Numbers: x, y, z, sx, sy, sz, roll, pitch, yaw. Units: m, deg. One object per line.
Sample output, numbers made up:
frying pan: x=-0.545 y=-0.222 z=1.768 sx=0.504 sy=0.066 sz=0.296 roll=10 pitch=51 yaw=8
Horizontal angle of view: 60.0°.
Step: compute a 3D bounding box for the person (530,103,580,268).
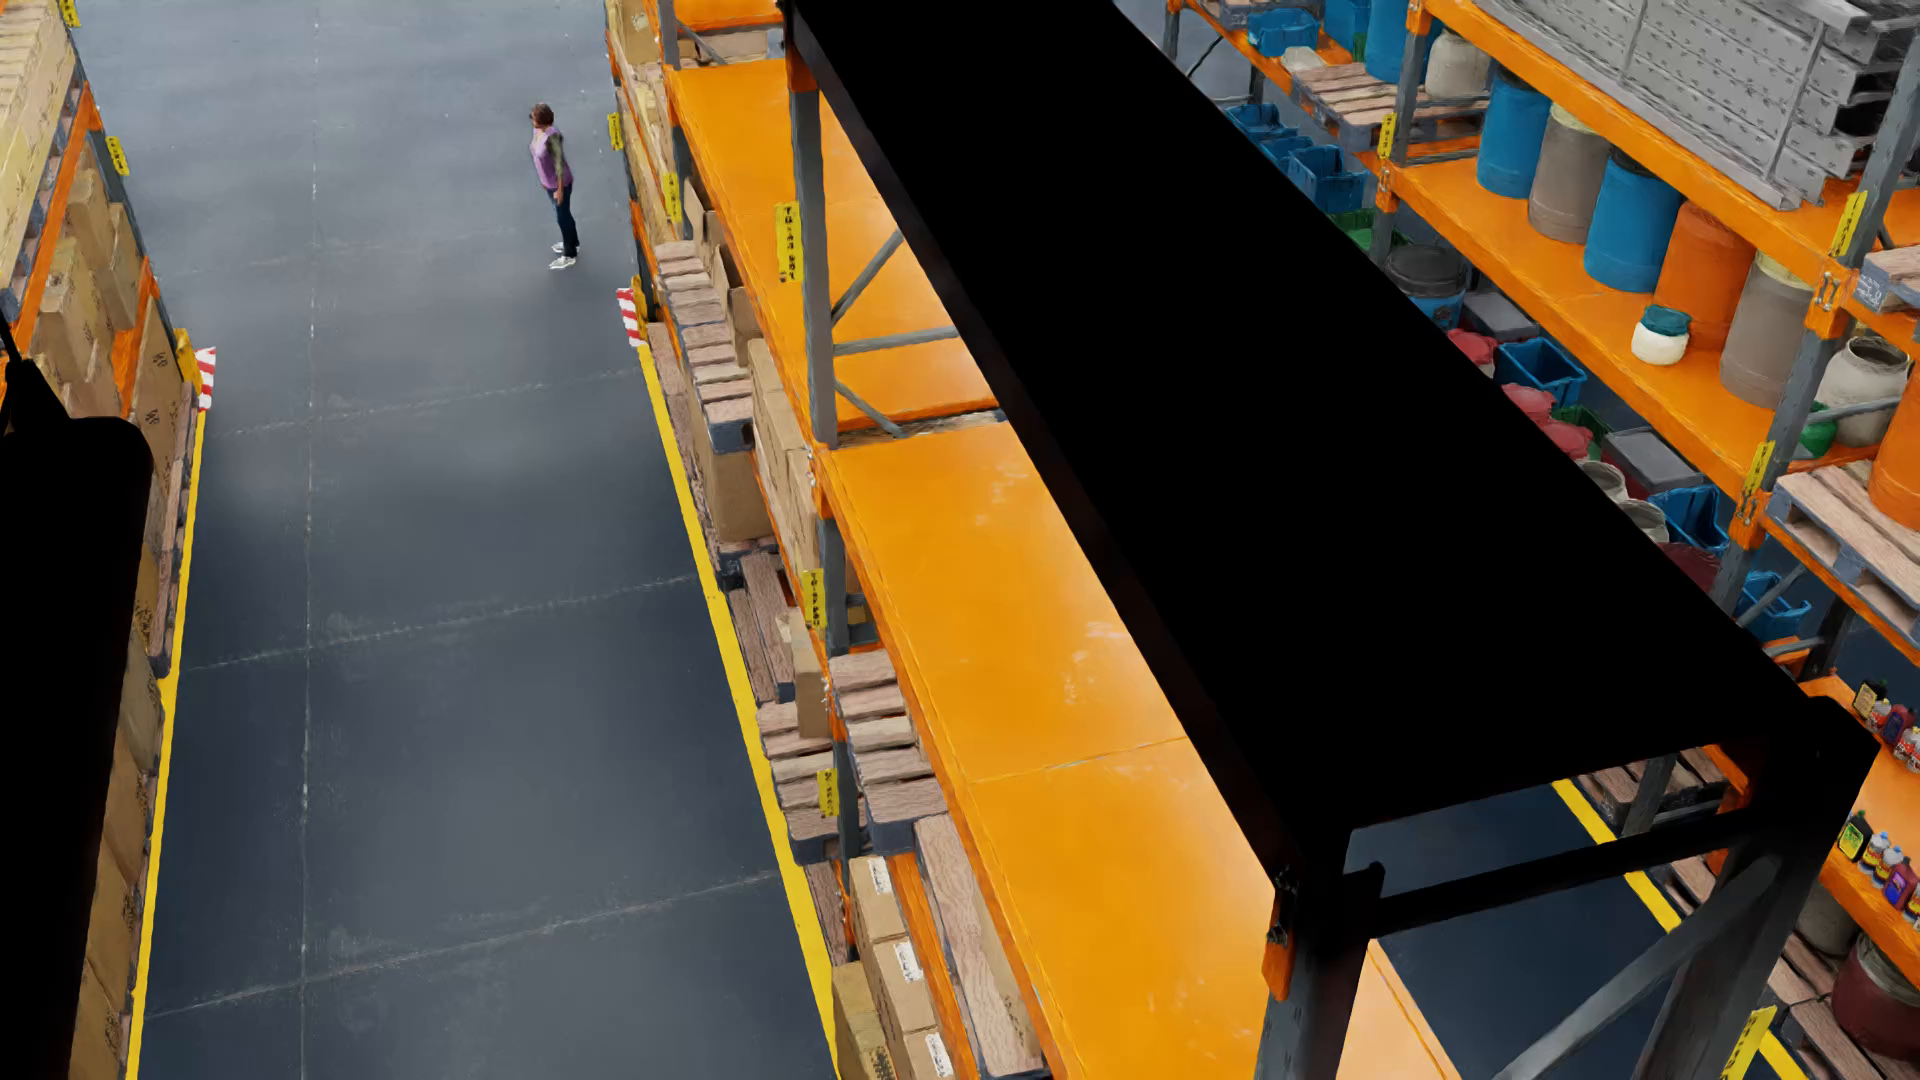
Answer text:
person: x=-3.876 y=-3.381 z=15.784 sx=0.422 sy=1.601 sz=0.493 roll=-23 pitch=44 yaw=-26
